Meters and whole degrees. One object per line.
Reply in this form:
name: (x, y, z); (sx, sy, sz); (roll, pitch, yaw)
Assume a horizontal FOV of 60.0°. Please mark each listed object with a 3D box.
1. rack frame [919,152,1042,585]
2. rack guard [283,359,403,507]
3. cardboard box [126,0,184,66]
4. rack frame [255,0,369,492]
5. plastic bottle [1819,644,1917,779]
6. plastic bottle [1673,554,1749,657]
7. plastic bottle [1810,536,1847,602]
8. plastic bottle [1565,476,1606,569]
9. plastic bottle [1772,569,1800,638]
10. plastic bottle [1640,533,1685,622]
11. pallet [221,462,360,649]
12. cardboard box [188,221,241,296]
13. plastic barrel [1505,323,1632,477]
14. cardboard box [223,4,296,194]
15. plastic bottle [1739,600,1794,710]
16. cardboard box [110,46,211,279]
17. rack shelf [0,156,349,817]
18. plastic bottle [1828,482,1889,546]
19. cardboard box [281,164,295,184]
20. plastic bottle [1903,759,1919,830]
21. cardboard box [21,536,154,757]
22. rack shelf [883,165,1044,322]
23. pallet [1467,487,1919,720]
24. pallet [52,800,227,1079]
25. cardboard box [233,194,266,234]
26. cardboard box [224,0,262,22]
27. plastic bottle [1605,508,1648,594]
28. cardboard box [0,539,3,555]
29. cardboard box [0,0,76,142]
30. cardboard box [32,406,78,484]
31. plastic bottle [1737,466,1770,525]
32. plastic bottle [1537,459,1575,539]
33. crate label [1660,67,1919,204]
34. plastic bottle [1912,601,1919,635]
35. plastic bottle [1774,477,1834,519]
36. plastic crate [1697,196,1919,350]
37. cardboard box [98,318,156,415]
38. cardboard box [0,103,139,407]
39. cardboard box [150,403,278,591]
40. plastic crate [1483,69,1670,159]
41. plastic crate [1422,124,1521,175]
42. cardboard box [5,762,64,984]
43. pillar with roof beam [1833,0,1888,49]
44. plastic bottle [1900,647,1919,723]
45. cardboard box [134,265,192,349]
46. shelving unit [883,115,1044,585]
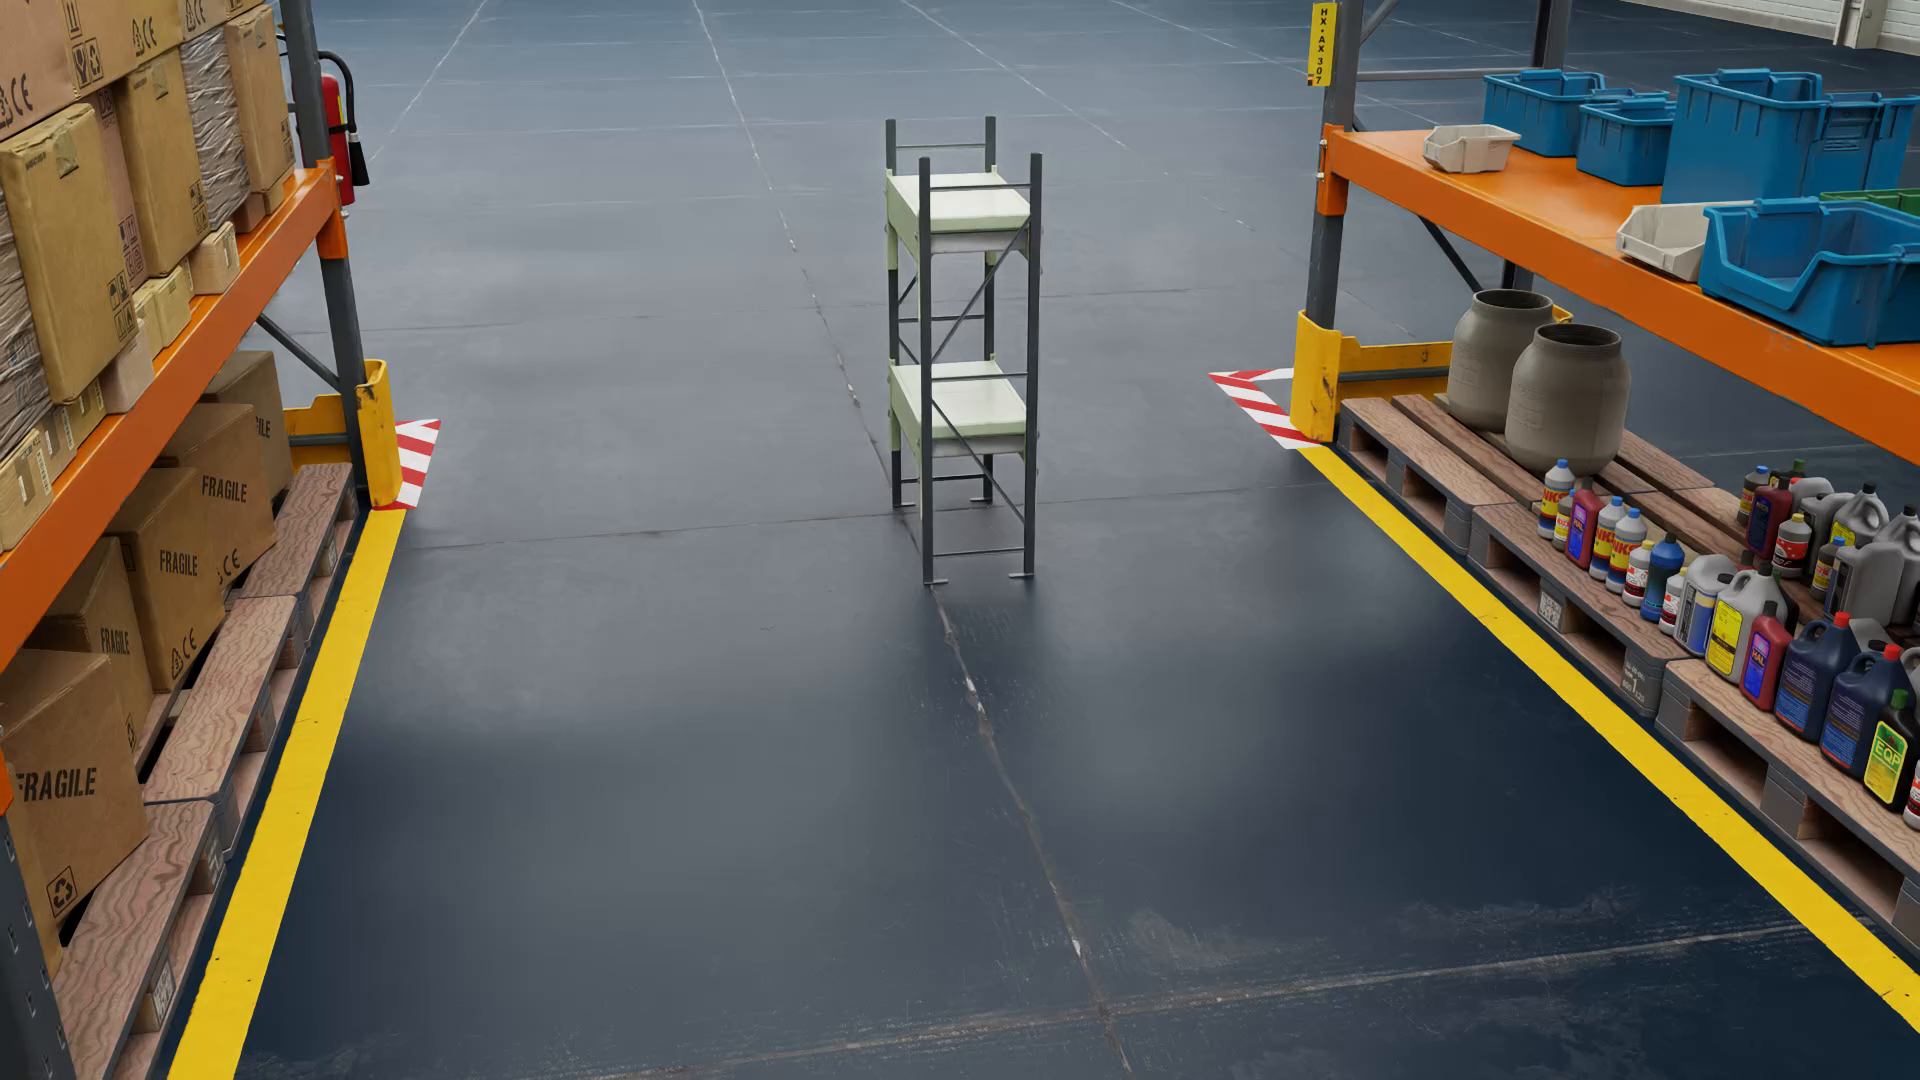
rack frame: (0.066, -0.546, 5.626); (0.400, 1.500, 0.023); (-4, 24, -10)
rack guard: (-2.838, -0.388, 6.514); (1.175, 0.500, 0.348); (-4, 24, -10)
cardboard box: (-2.235, -1.416, 3.997); (0.500, 0.500, 0.500); (-4, 24, -10)
rack frame: (-2.852, -1.564, 6.082); (1.000, 3.000, 0.127); (-4, 24, -10)
plastic bottle: (2.353, 0.424, 4.293); (0.144, 0.351, 0.185); (-5, 24, -11)
plastic bottle: (2.232, 0.191, 4.918); (0.152, 0.276, 0.135); (-4, 24, -9)
plastic bottle: (2.756, 0.087, 5.249); (0.097, 0.201, 0.097); (0, 24, 0)
plastic bottle: (2.069, -0.060, 5.485); (0.061, 0.283, 0.133); (-4, 24, -9)
plastic bottle: (2.354, 0.234, 4.810); (0.061, 0.283, 0.133); (-4, 24, -10)
plastic bottle: (2.164, 0.109, 5.113); (0.097, 0.271, 0.097); (0, 24, 0)
pallet: (-2.722, 0.066, 5.834); (1.003, 0.211, 1.213); (-4, 24, -10)
cardboard box: (-2.215, -0.769, 4.578); (0.380, 0.149, 0.250); (-4, 24, -10)
plastic barrel: (2.305, -0.532, 6.304); (0.421, 0.512, 0.421); (0, 24, 0)
cardboard box: (-2.567, -1.340, 5.073); (0.875, 0.500, 0.500); (-4, 24, -10)
plastic bottle: (2.247, 0.318, 4.619); (0.061, 0.283, 0.133); (-3, 24, -6)
cardboard box: (-2.436, -0.942, 4.163); (0.875, 0.500, 0.500); (-4, 24, -10)
rack shelf: (-2.482, -0.447, 4.425); (1.077, 0.370, 4.000); (-4, 24, -10)
plastic bottle: (2.866, -0.007, 5.279); (0.144, 0.351, 0.185); (-3, 24, -8)
cardboard box: (-2.596, -1.352, 5.911); (0.380, 0.149, 0.250); (-4, 24, -10)
plastic bottle: (2.382, 0.604, 4.065); (0.097, 0.201, 0.097); (0, 24, 0)
cardboard box: (-2.452, 0.339, 4.324); (0.500, 0.500, 0.500); (-6, 24, -14)
rack shelf: (-0.001, -1.048, 5.800); (0.431, 0.370, 0.720); (-4, 24, -10)
pallet: (2.443, 0.173, 5.590); (1.003, 0.211, 1.213); (-4, 24, -10)
pallet: (-2.271, 1.026, 3.637); (1.003, 0.211, 1.213); (-4, 24, -10)
cardboard box: (-2.423, -1.059, 5.241); (0.380, 0.149, 0.250); (-4, 24, -10)
cardboard box: (-2.409, -1.810, 4.900); (0.500, 0.500, 0.500); (-4, 24, -10)
plastic bottle: (2.127, 0.029, 5.295); (0.097, 0.271, 0.097); (0, 24, 0)
cardboard box: (-1.856, 0.018, 2.775); (0.380, 0.149, 0.250); (-4, 24, -10)
cardboard box: (-2.039, -1.023, 3.099); (0.500, 0.500, 0.500); (-4, 24, -10)
cardboard box: (-1.963, -0.178, 3.223); (0.380, 0.149, 0.250); (-4, 24, -10)
plastic bottle: (2.786, -0.159, 5.814); (0.097, 0.201, 0.097); (0, 24, 0)
plastic bottle: (2.045, -0.145, 5.694); (0.097, 0.271, 0.097); (0, 24, 0)
crate label: (2.622, -1.242, 5.303); (0.502, 0.435, 0.616); (-4, 24, -10)
plastic bottle: (2.950, 0.188, 5.017); (0.097, 0.201, 0.097); (0, 24, 0)
plastic bottle: (2.806, -0.092, 5.567); (0.152, 0.276, 0.135); (-4, 24, -9)
plastic crate: (2.284, -0.704, 4.300); (0.499, 0.251, 0.616); (-4, 24, -10)
cardboard box: (-2.024, -0.377, 3.678); (0.380, 0.149, 0.250); (-4, 24, -10)
cardboard box: (-2.192, -0.553, 3.272); (0.875, 0.500, 0.500); (-4, 24, -10)
cardboard box: (-2.608, -0.131, 5.401); (0.500, 0.500, 0.500); (2, 24, 4)
plastic crate: (2.403, -1.687, 6.551); (0.499, 0.251, 0.616); (-4, 24, -10)
plastic crate: (1.865, -1.434, 6.114); (0.298, 0.136, 0.250); (-4, 24, -10)
cardboard box: (-2.147, 0.803, 3.263); (0.500, 0.500, 0.500); (-5, 24, -11)
pillar with roof beam: (6.282, -9.603, 16.994); (9.100, 9.000, 0.400); (-4, 24, -10)
plastic bottle: (2.495, 0.413, 4.317); (0.144, 0.351, 0.185); (-4, 24, -10)
cardboard box: (-2.147, -0.571, 4.123); (0.380, 0.149, 0.250); (-4, 24, -10)
shelving unit: (-0.001, -0.690, 5.956); (0.431, 1.500, 0.755); (-4, 24, -10)
